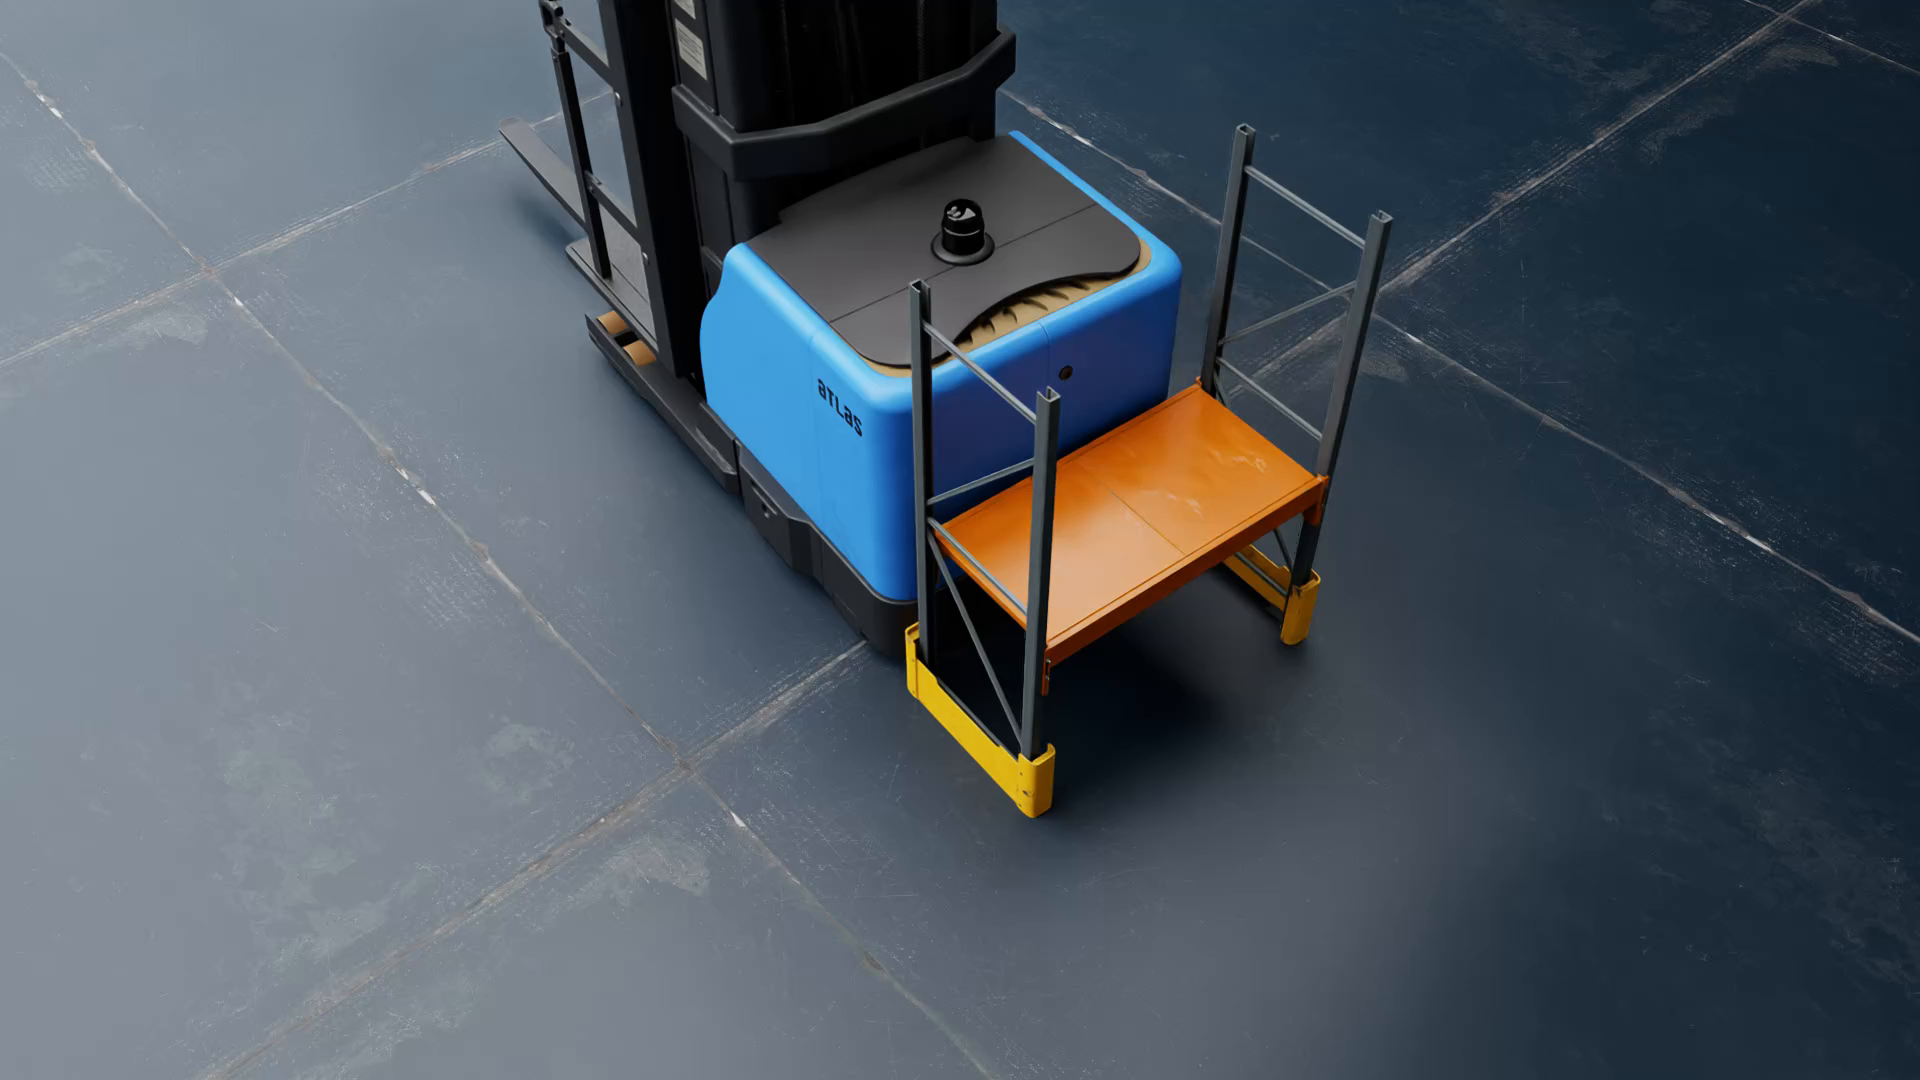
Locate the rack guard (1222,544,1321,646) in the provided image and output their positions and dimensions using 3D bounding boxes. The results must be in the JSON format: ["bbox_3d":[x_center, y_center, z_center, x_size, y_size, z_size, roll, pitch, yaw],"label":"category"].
[{"bbox_3d":[0.839,0.047,5.037,0.087,0.250,0.587,-29,54,-24],"label":"rack guard"}]

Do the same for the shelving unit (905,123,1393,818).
[{"bbox_3d":[0.444,-0.154,4.372,1.083,1.500,0.587,-29,54,-24],"label":"shelving unit"}]

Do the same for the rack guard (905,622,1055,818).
[{"bbox_3d":[0.049,0.493,4.625,0.087,0.250,0.587,-29,54,-24],"label":"rack guard"}]

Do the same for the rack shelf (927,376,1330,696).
[{"bbox_3d":[0.451,-0.036,4.508,1.000,0.185,0.538,-29,54,-24],"label":"rack shelf"}]

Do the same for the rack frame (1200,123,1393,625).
[{"bbox_3d":[0.854,-0.386,4.585,0.032,1.500,0.500,-29,54,-24],"label":"rack frame"}]

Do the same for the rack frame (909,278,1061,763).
[{"bbox_3d":[0.048,0.069,4.165,0.032,1.500,0.500,-29,54,-24],"label":"rack frame"}]

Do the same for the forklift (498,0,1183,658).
[{"bbox_3d":[-0.640,-1.701,4.825,1.130,2.935,3.031,-28,53,-23],"label":"forklift"}]
